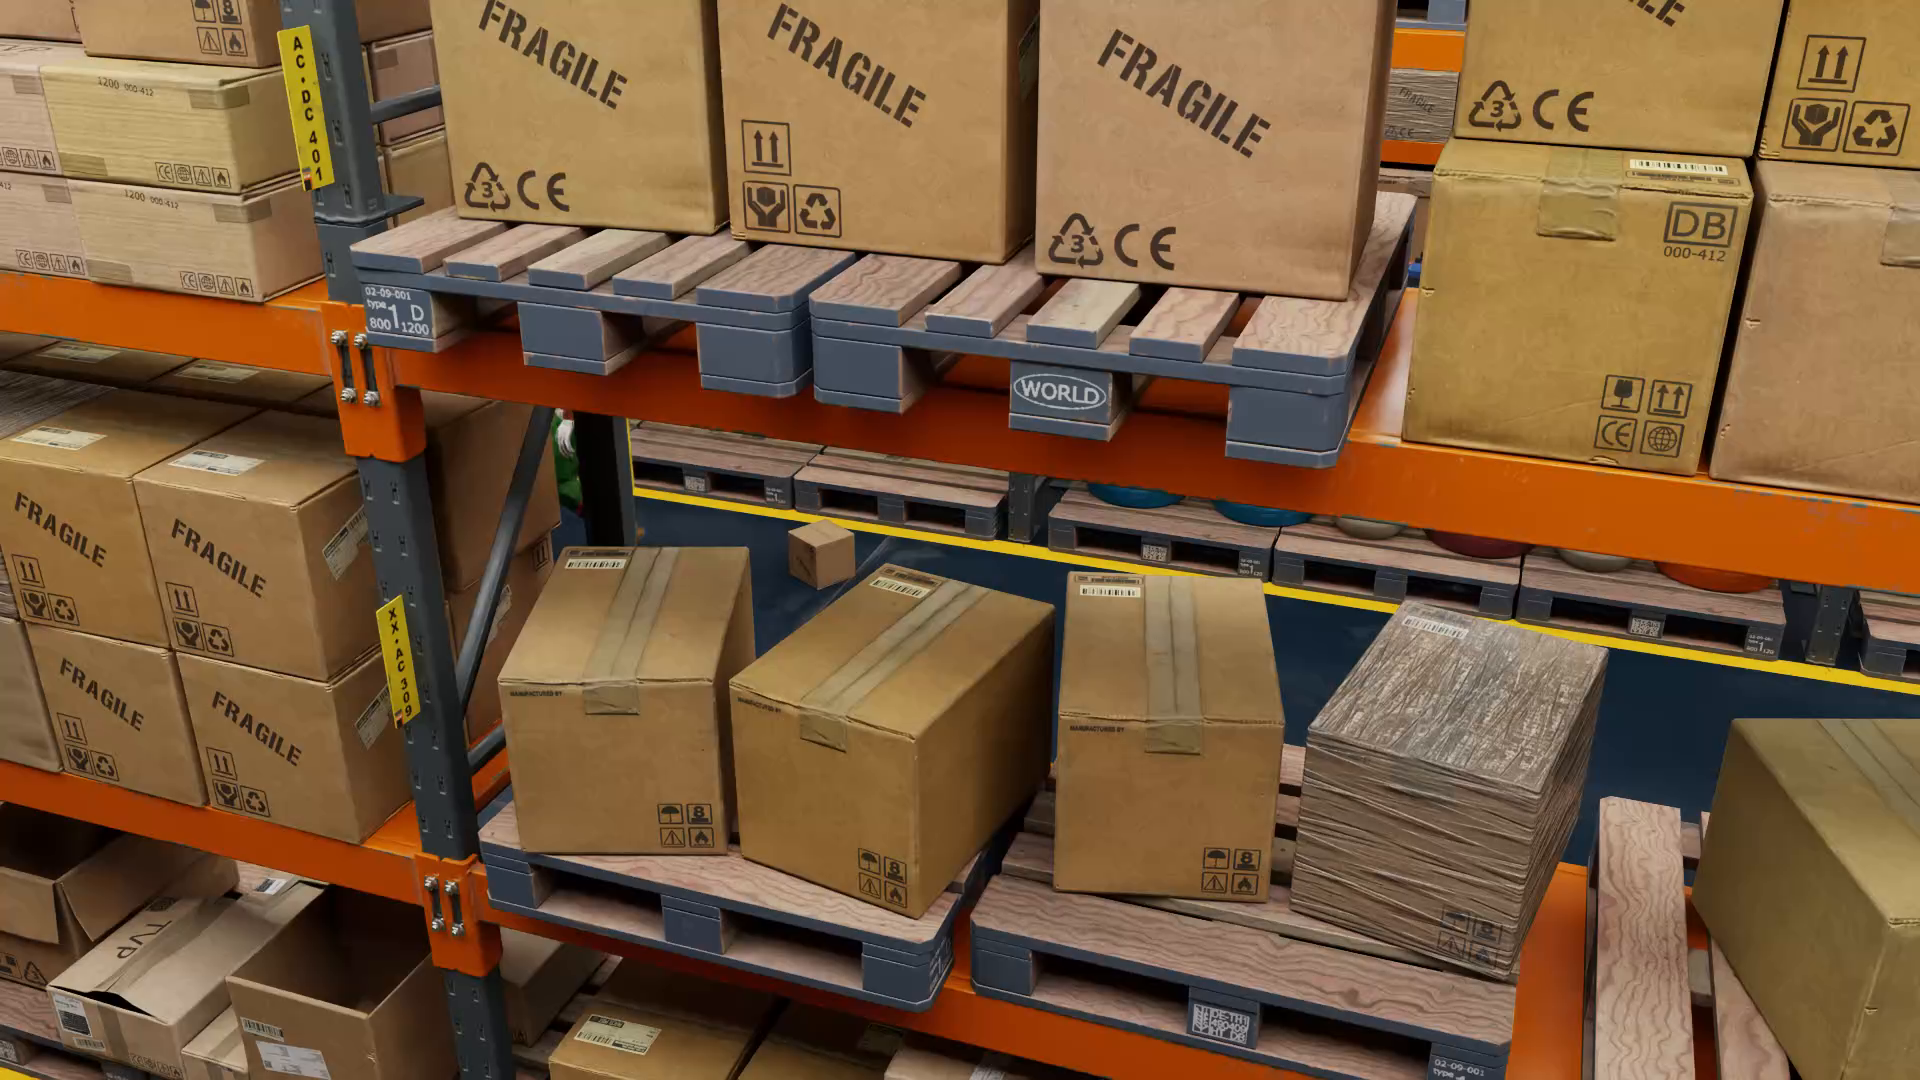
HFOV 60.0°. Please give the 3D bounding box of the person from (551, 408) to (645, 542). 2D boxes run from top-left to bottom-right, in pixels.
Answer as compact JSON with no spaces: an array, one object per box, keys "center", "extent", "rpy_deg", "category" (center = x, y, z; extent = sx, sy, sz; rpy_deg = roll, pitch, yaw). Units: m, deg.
[{"center":[-1.853,-0.649,8.380],"extent":[0.514,1.780,0.565],"rpy_deg":[7,26,14],"category":"person"}]
